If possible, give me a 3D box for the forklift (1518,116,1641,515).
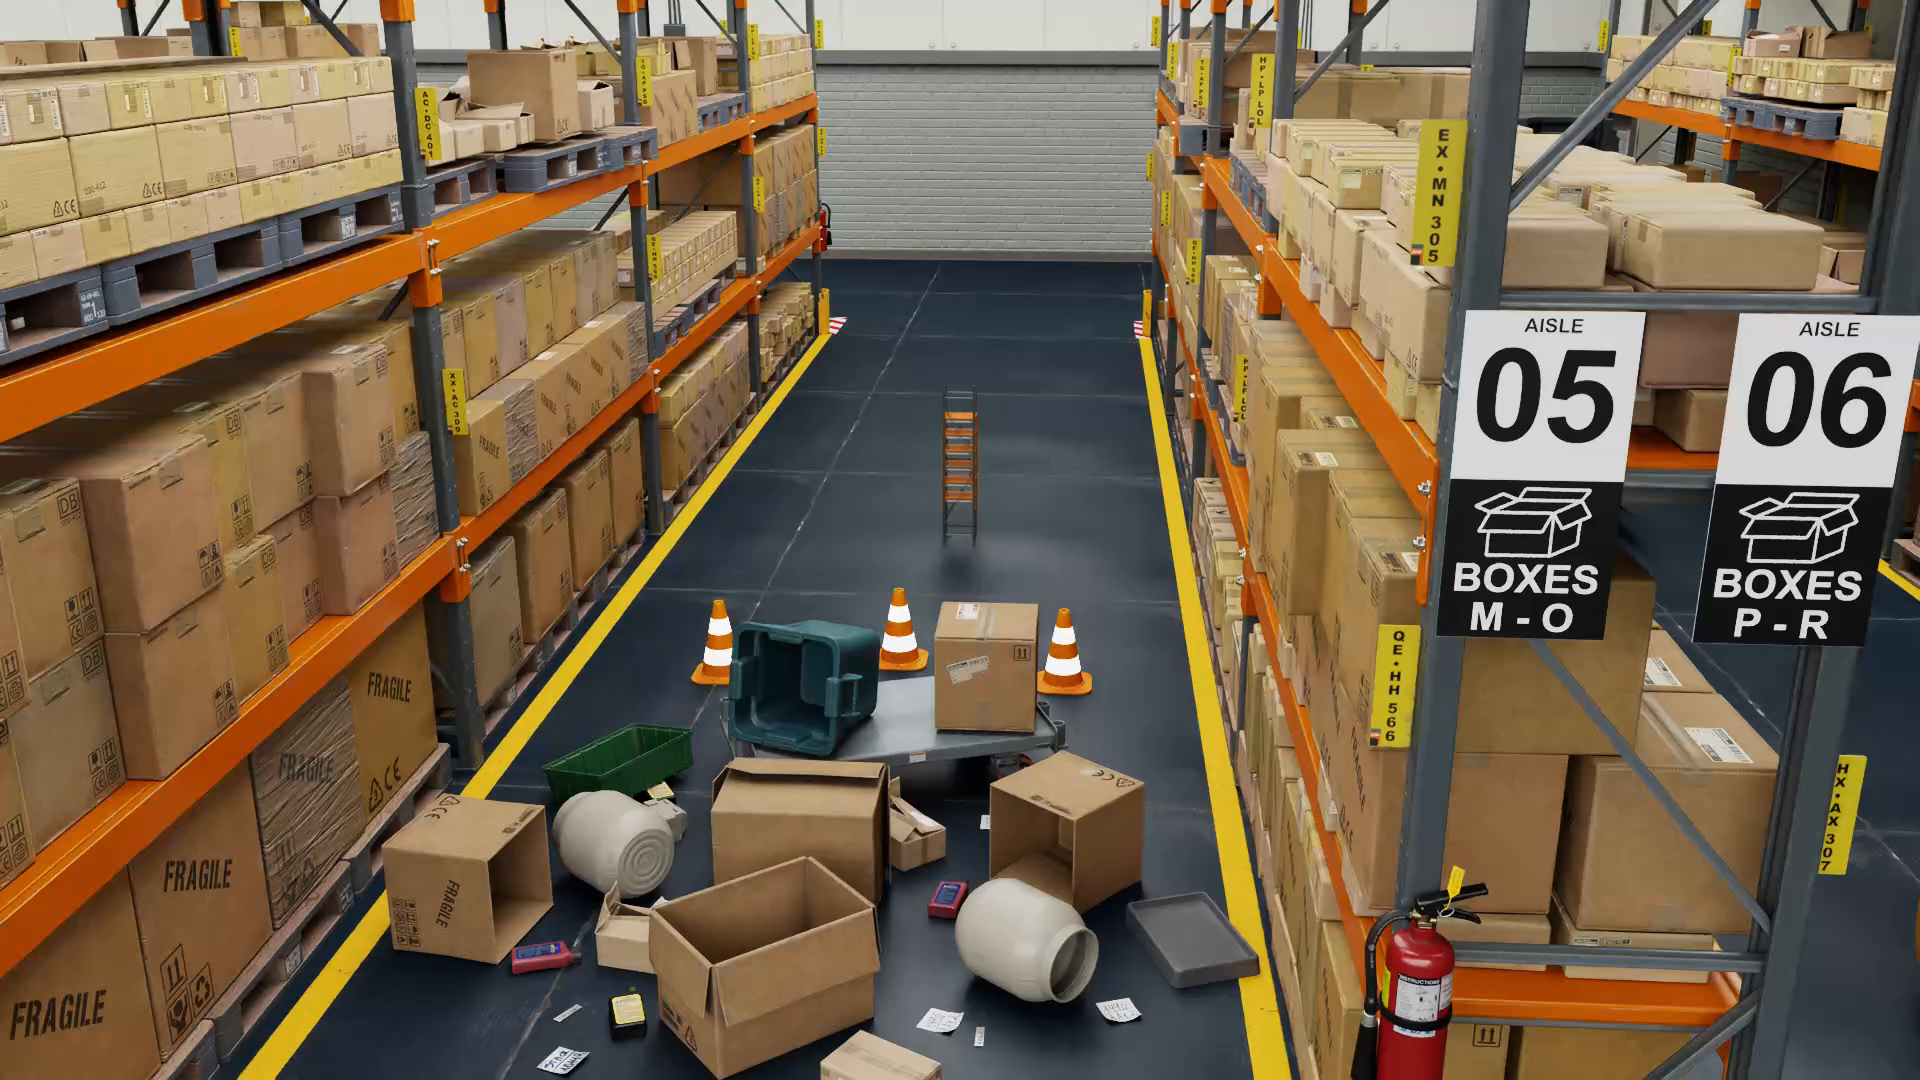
[{"bbox_3d":[4.793,-1.848,13.357,1.130,2.935,3.031,1,18,4],"label":"forklift"}]

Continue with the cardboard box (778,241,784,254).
[{"bbox_3d":[-2.061,-3.094,17.452,0.380,0.149,0.250,2,18,6],"label":"cardboard box"}]

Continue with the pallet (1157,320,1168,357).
[{"bbox_3d":[2.799,-2.311,19.136,1.003,0.211,1.213,1,18,4],"label":"pallet"}]

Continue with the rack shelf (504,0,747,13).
[{"bbox_3d":[-2.597,-4.421,13.260,1.077,0.370,4.000,1,18,4],"label":"rack shelf"}]

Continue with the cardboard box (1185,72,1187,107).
[{"bbox_3d":[2.011,-3.645,13.455,0.396,0.266,0.258,3,18,8],"label":"cardboard box"}]

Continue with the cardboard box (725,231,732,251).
[{"bbox_3d":[-2.303,-2.735,15.203,0.380,0.149,0.250,1,18,4],"label":"cardboard box"}]

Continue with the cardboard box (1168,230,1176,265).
[{"bbox_3d":[2.178,-2.680,15.222,0.500,0.250,0.500,1,18,2],"label":"cardboard box"}]

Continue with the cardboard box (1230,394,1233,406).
[{"bbox_3d":[1.831,-0.884,10.032,0.380,0.149,0.250,2,18,6],"label":"cardboard box"}]

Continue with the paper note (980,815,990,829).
[{"bbox_3d":[0.178,1.378,8.168,0.148,0.019,0.142,1,18,4],"label":"paper note"}]

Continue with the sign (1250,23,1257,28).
[{"bbox_3d":[3.318,-5.678,18.823,0.100,0.325,0.005,1,18,4],"label":"sign"}]

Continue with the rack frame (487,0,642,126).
[{"bbox_3d":[-2.740,-4.331,11.190,1.000,3.000,0.127,1,18,4],"label":"rack frame"}]

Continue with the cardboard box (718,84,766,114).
[{"bbox_3d":[-2.157,-4.215,15.893,0.500,0.250,0.500,2,18,7],"label":"cardboard box"}]

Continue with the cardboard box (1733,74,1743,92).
[{"bbox_3d":[7.024,-4.003,14.575,0.380,0.149,0.250,2,18,5],"label":"cardboard box"}]

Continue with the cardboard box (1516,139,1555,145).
[{"bbox_3d":[2.053,-1.417,6.235,0.380,0.149,0.250,1,18,3],"label":"cardboard box"}]

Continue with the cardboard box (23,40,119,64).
[{"bbox_3d":[-7.555,-3.932,13.947,0.797,0.503,0.637,1,18,3],"label":"cardboard box"}]

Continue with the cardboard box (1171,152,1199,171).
[{"bbox_3d":[2.196,-3.577,15.715,0.380,0.149,0.250,1,18,3],"label":"cardboard box"}]

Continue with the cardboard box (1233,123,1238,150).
[{"bbox_3d":[1.994,-2.590,10.908,0.396,0.266,0.258,1,18,4],"label":"cardboard box"}]

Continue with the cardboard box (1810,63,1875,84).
[{"bbox_3d":[6.932,-3.666,13.067,0.380,0.149,0.250,1,18,4],"label":"cardboard box"}]

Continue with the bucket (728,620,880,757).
[{"bbox_3d":[-0.737,0.689,8.320,0.726,0.611,0.620,8,10,23],"label":"bucket"}]

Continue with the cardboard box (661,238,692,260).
[{"bbox_3d":[-2.421,-2.391,13.676,0.380,0.149,0.250,2,18,6],"label":"cardboard box"}]

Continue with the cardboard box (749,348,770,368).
[{"bbox_3d":[-2.108,-1.814,16.570,0.380,0.149,0.250,2,18,6],"label":"cardboard box"}]

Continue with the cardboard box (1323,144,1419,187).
[{"bbox_3d":[1.531,-1.348,6.025,0.380,0.149,0.250,1,18,3],"label":"cardboard box"}]

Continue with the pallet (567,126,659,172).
[{"bbox_3d":[-2.733,-2.615,11.073,1.213,0.211,1.003,2,18,6],"label":"pallet"}]

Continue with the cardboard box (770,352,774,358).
[{"bbox_3d":[-2.122,-1.835,17.109,0.380,0.149,0.250,1,18,4],"label":"cardboard box"}]

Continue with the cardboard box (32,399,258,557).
[{"bbox_3d":[-3.217,-0.206,6.259,0.875,0.550,0.500,1,18,4],"label":"cardboard box"}]

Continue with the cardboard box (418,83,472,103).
[{"bbox_3d":[-3.084,-2.576,9.957,0.500,0.311,0.500,1,18,3],"label":"cardboard box"}]

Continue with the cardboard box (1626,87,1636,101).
[{"bbox_3d":[7.326,-4.752,17.695,0.380,0.149,0.250,2,18,5],"label":"cardboard box"}]

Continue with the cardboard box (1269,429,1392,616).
[{"bbox_3d":[1.427,-0.062,5.551,0.700,0.500,0.500,1,18,3],"label":"cardboard box"}]

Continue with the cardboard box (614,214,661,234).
[{"bbox_3d":[-2.954,-2.887,15.190,0.380,0.149,0.250,2,18,5],"label":"cardboard box"}]

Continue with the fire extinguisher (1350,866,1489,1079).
[{"bbox_3d":[1.163,1.145,4.235,0.296,0.674,0.183,1,18,4],"label":"fire extinguisher"}]

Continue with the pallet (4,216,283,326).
[{"bbox_3d":[-3.186,-0.990,5.952,1.003,0.211,1.213,1,18,4],"label":"pallet"}]

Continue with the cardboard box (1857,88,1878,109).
[{"bbox_3d":[7.059,-3.350,12.613,0.380,0.149,0.250,2,18,6],"label":"cardboard box"}]

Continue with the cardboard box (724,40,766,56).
[{"bbox_3d":[-2.113,-4.832,16.332,0.380,0.149,0.250,1,18,2],"label":"cardboard box"}]

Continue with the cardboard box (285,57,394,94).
[{"bbox_3d":[-2.735,-2.050,7.331,0.380,0.149,0.250,1,18,3],"label":"cardboard box"}]

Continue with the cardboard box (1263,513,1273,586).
[{"bbox_3d":[1.595,-0.061,7.154,0.500,0.500,0.500,1,18,4],"label":"cardboard box"}]

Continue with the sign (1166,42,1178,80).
[{"bbox_3d":[1.937,-4.364,15.151,0.100,0.325,0.005,1,18,4],"label":"sign"}]

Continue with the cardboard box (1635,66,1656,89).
[{"bbox_3d":[7.360,-4.823,17.271,0.500,0.250,0.500,1,18,2],"label":"cardboard box"}]

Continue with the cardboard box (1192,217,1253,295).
[{"bbox_3d":[1.981,-2.091,12.219,0.500,0.500,0.500,1,18,2],"label":"cardboard box"}]

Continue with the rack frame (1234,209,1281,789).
[{"bbox_3d":[1.918,-0.159,8.091,1.000,3.000,0.127,1,18,4],"label":"rack frame"}]

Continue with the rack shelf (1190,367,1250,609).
[{"bbox_3d":[2.061,-0.438,10.099,1.077,0.370,4.000,1,18,4],"label":"rack shelf"}]

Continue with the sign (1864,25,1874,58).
[{"bbox_3d":[7.996,-4.381,14.696,0.100,0.325,0.005,1,18,4],"label":"sign"}]

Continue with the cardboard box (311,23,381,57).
[{"bbox_3d":[-7.090,-5.665,19.080,0.700,0.500,0.500,0,18,1],"label":"cardboard box"}]

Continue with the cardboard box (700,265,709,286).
[{"bbox_3d":[-2.375,-2.271,14.264,0.380,0.149,0.250,2,18,6],"label":"cardboard box"}]

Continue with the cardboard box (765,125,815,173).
[{"bbox_3d":[-1.951,-4.482,19.039,0.500,0.500,0.500,1,18,3],"label":"cardboard box"}]

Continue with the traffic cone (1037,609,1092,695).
[{"bbox_3d":[0.610,0.630,9.757,0.336,0.463,0.334,1,18,4],"label":"traffic cone"}]

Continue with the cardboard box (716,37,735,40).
[{"bbox_3d":[-2.558,-5.169,17.362,0.380,0.149,0.250,2,18,6],"label":"cardboard box"}]

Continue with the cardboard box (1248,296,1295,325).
[{"bbox_3d":[1.762,-1.219,8.970,0.380,0.149,0.250,1,18,2],"label":"cardboard box"}]

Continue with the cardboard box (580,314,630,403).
[{"bbox_3d":[-2.542,-1.227,11.191,0.500,0.500,0.500,1,18,4],"label":"cardboard box"}]

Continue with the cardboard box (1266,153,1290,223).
[{"bbox_3d":[1.613,-1.524,7.203,0.500,0.250,0.500,1,18,3],"label":"cardboard box"}]

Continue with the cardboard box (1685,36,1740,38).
[{"bbox_3d":[7.938,-5.204,17.630,0.500,0.250,0.500,1,18,2],"label":"cardboard box"}]

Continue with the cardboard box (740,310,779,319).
[{"bbox_3d":[-2.141,-2.362,17.762,0.380,0.149,0.250,1,18,2],"label":"cardboard box"}]

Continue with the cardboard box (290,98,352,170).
[{"bbox_3d":[-2.843,-1.665,6.798,0.500,0.250,0.500,1,18,4],"label":"cardboard box"}]

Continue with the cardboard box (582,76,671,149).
[{"bbox_3d":[-2.434,-3.125,12.165,0.500,0.500,0.500,1,18,4],"label":"cardboard box"}]

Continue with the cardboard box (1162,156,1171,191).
[{"bbox_3d":[2.321,-3.635,16.932,0.500,0.500,0.500,2,18,5],"label":"cardboard box"}]

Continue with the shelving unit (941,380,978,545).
[{"bbox_3d":[-0.001,-0.566,12.222,0.258,1.200,0.189,1,18,4],"label":"shelving unit"}]

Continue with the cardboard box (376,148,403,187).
[{"bbox_3d":[-2.734,-1.671,7.457,0.380,0.149,0.250,1,18,4],"label":"cardboard box"}]

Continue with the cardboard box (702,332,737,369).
[{"bbox_3d":[-2.305,-1.695,14.913,0.500,0.250,0.500,2,18,7],"label":"cardboard box"}]

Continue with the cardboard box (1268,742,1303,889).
[{"bbox_3d":[1.541,1.096,6.797,0.500,0.500,0.500,2,18,7],"label":"cardboard box"}]
